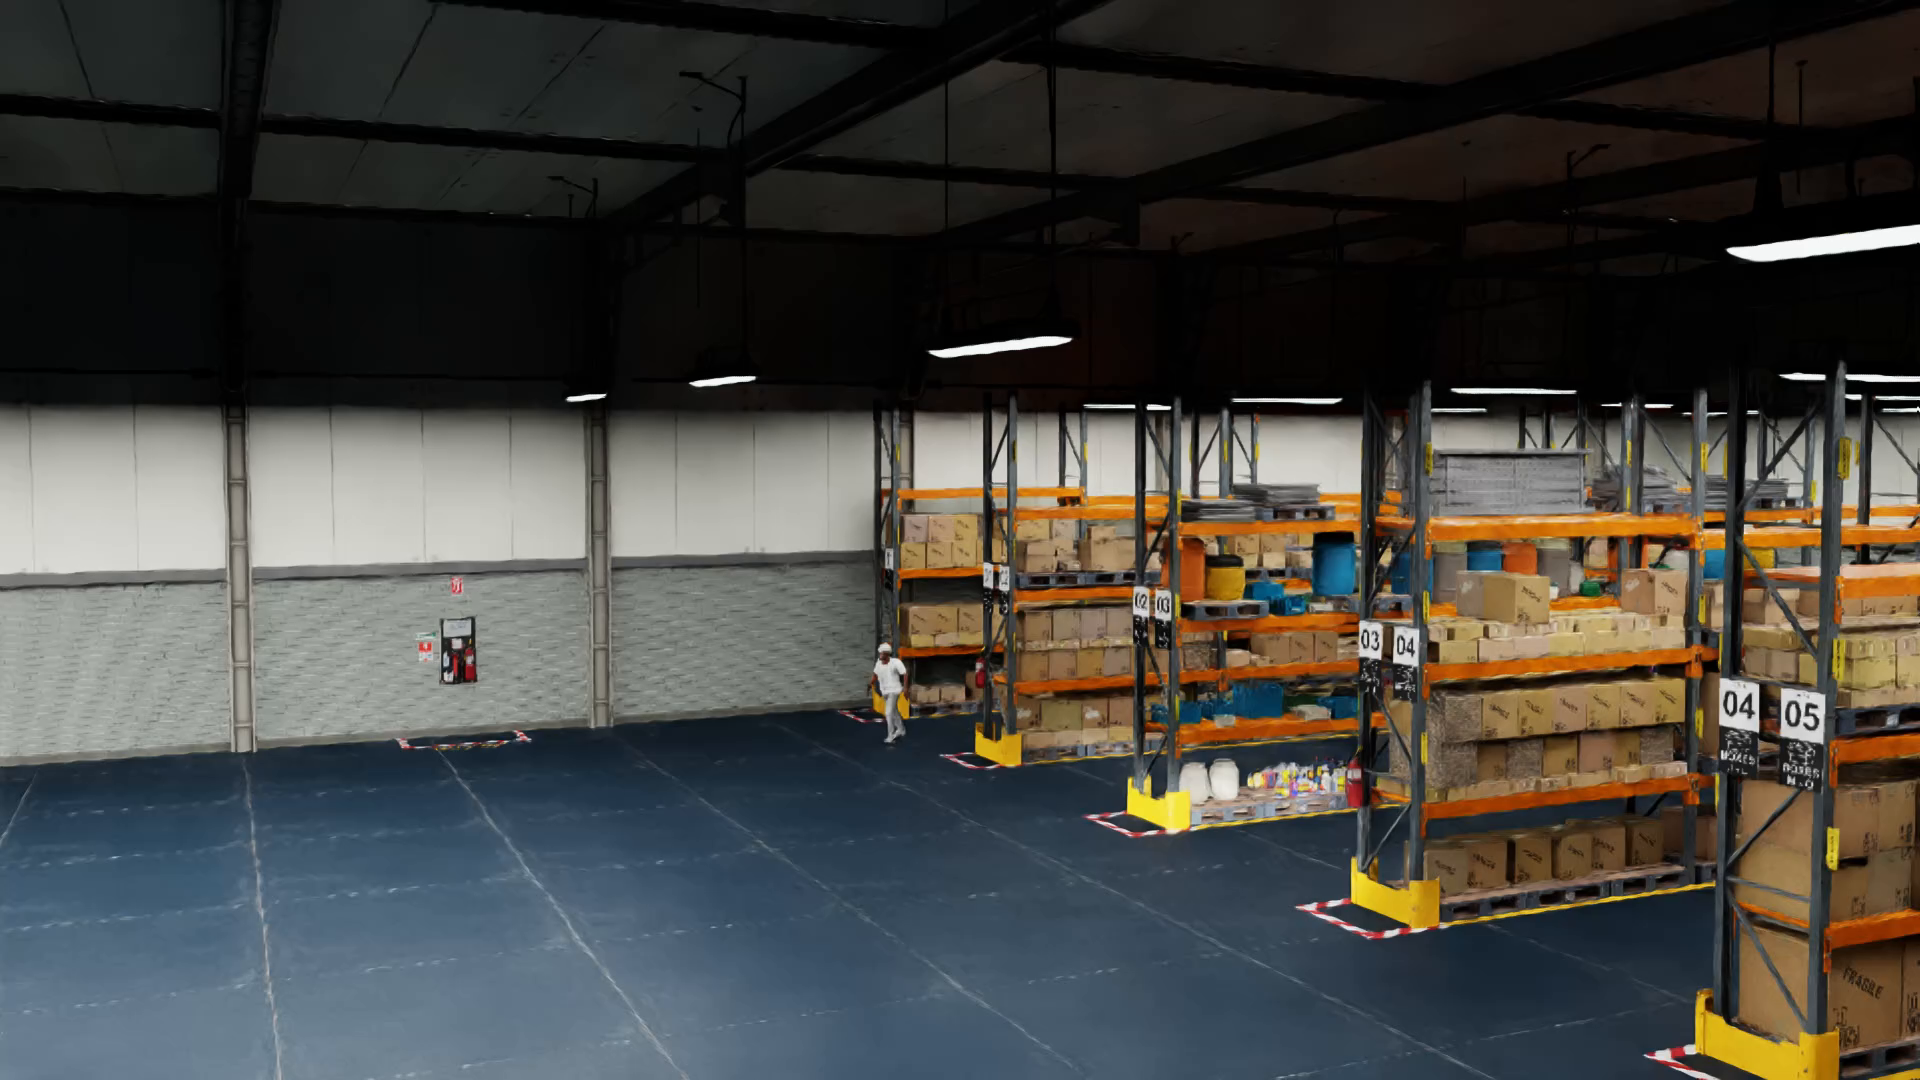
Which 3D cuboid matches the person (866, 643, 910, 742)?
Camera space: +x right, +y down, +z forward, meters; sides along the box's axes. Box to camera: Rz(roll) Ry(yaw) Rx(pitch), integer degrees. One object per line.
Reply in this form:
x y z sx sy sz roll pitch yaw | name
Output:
-1.195 2.629 28.892 0.840 1.705 0.700 -3 4 -41 | person
